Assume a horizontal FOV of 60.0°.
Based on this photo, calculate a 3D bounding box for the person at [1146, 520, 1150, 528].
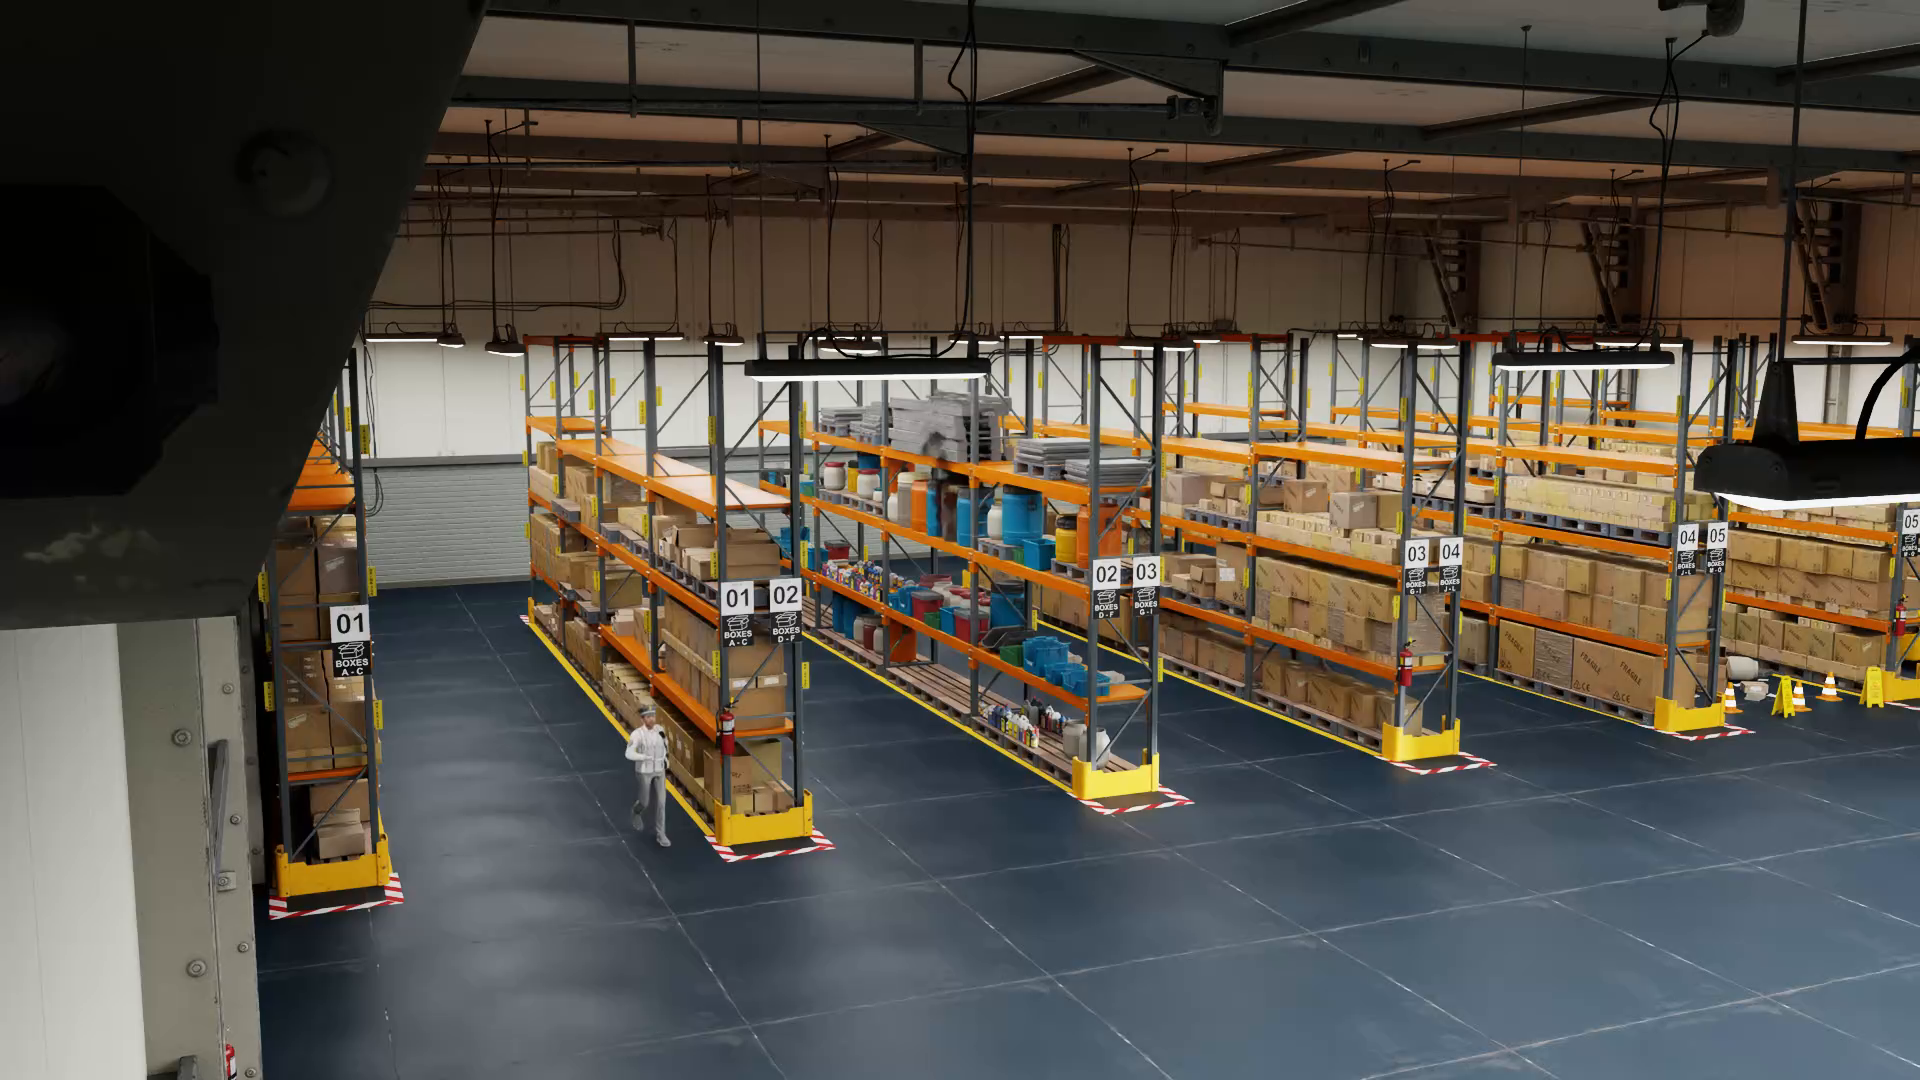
[{"bbox_3d":[4.786,-0.054,41.759,0.525,1.697,0.725,1,8,7],"label":"person"}]

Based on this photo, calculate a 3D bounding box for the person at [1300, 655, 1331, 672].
[{"bbox_3d":[6.472,1.520,30.237,0.587,1.656,0.841,-5,9,-30],"label":"person"}]

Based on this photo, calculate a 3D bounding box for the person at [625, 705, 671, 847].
[{"bbox_3d":[-3.735,2.801,20.112,0.619,1.668,0.917,-5,9,-31],"label":"person"}]
